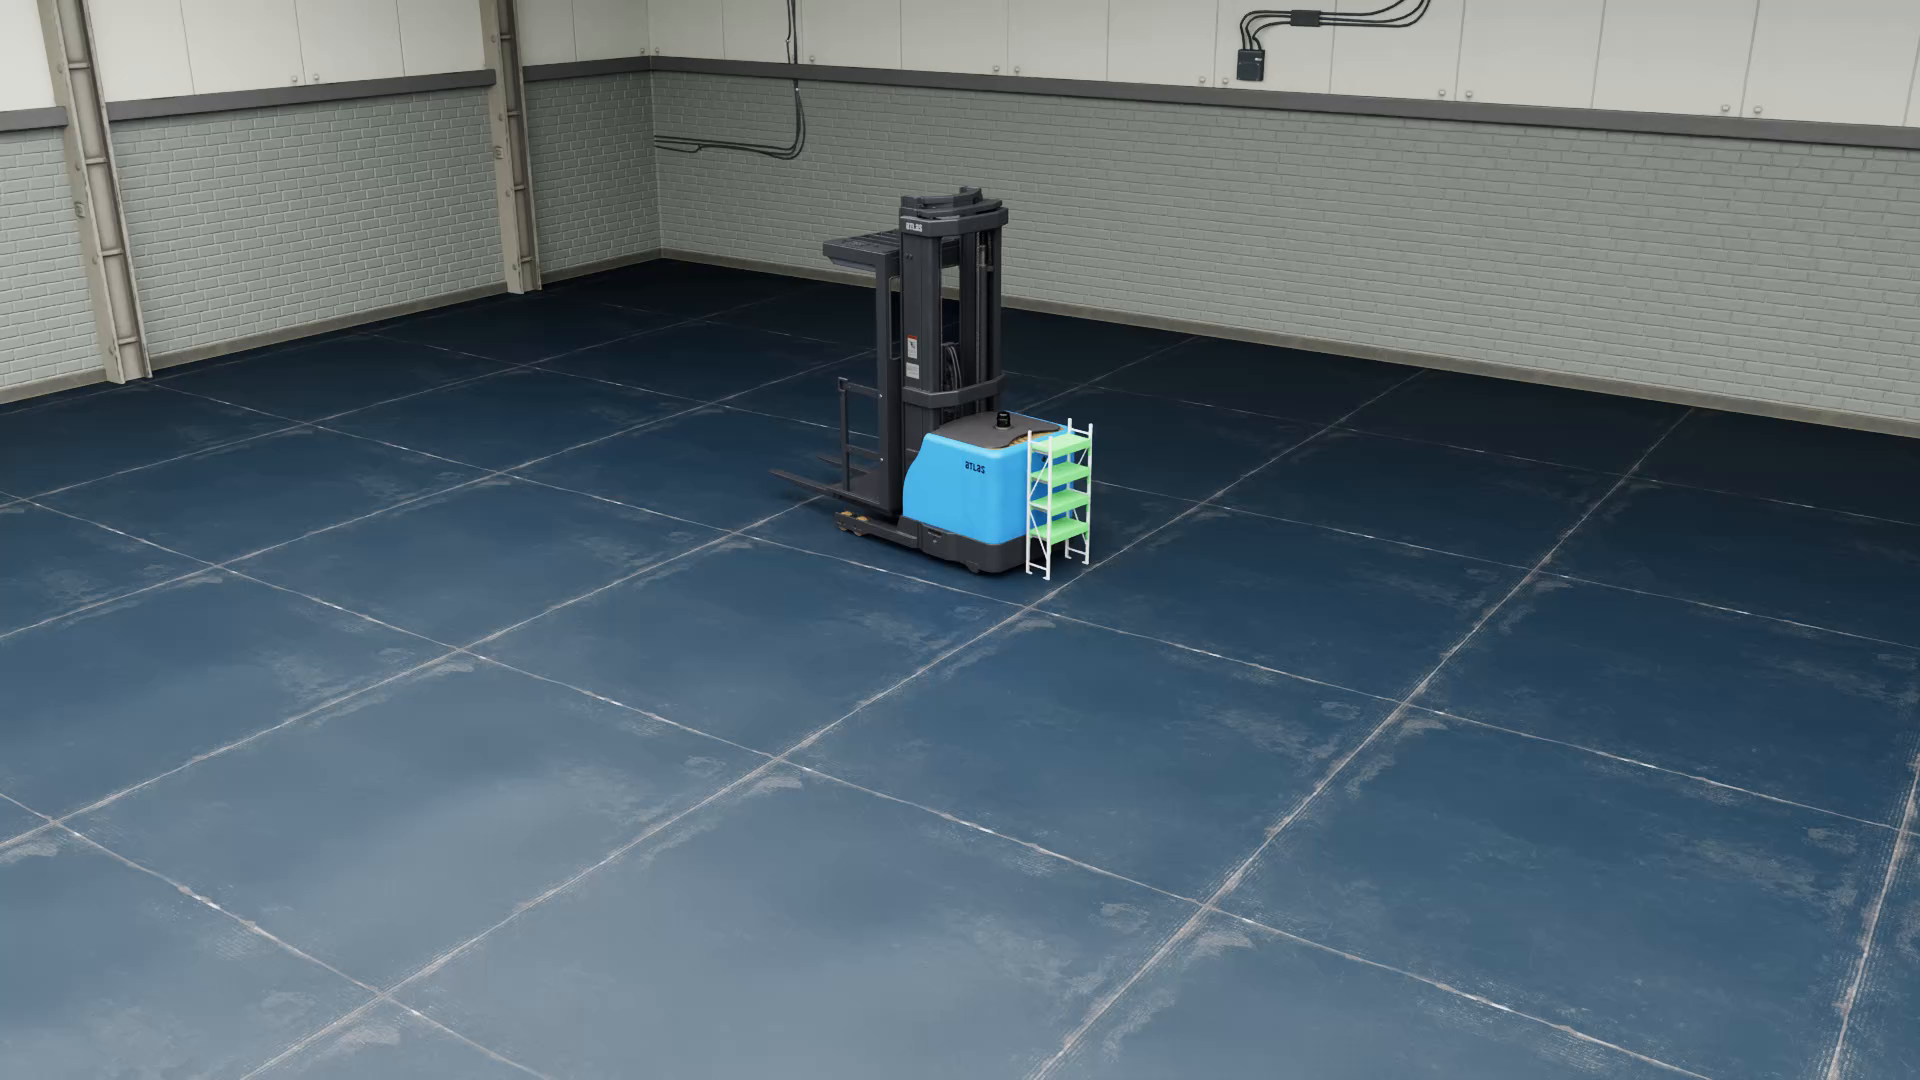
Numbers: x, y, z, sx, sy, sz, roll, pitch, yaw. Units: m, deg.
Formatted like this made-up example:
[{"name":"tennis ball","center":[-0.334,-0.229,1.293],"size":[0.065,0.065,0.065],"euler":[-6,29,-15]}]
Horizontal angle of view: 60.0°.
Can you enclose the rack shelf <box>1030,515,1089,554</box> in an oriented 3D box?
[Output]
[{"name":"rack shelf","center":[0.799,-0.046,13.535],"size":[0.258,0.148,0.480],"euler":[18,27,41]}]

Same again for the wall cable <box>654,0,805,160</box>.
[{"name":"wall cable","center":[-3.539,-6.953,24.566],"size":[3.097,2.526,0.112],"euler":[13,24,32]}]

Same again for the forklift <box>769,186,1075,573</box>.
[{"name":"forklift","center":[-0.450,-1.525,14.163],"size":[3.031,2.935,1.130],"euler":[18,27,41]}]

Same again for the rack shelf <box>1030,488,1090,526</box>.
[{"name":"rack shelf","center":[0.799,-0.271,13.452],"size":[0.258,0.148,0.480],"euler":[18,27,41]}]

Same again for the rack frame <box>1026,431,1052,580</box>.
[{"name":"rack frame","center":[0.630,-0.270,13.265],"size":[0.240,1.200,0.015],"euler":[18,27,41]}]

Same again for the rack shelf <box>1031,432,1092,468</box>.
[{"name":"rack shelf","center":[0.799,-0.721,13.286],"size":[0.258,0.148,0.480],"euler":[18,27,41]}]

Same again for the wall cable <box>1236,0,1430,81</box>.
[{"name":"wall cable","center":[4.304,-8.148,18.419],"size":[2.305,6.003,0.169],"euler":[13,24,32]}]

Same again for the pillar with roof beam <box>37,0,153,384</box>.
[{"name":"pillar with roof beam","center":[-6.101,-5.260,15.515],"size":[9.100,9.000,0.400],"euler":[13,24,32]}]

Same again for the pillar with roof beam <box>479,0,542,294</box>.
[{"name":"pillar with roof beam","center":[-2.728,-6.982,20.169],"size":[9.100,9.000,0.400],"euler":[13,24,32]}]

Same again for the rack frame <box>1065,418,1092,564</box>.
[{"name":"rack frame","center":[0.968,-0.392,13.595],"size":[0.240,1.200,0.015],"euler":[18,27,41]}]

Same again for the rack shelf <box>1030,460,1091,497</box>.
[{"name":"rack shelf","center":[0.799,-0.496,13.369],"size":[0.258,0.148,0.480],"euler":[18,27,41]}]

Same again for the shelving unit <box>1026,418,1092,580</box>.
[{"name":"shelving unit","center":[0.799,-0.331,13.430],"size":[0.258,1.200,0.503],"euler":[18,27,41]}]
